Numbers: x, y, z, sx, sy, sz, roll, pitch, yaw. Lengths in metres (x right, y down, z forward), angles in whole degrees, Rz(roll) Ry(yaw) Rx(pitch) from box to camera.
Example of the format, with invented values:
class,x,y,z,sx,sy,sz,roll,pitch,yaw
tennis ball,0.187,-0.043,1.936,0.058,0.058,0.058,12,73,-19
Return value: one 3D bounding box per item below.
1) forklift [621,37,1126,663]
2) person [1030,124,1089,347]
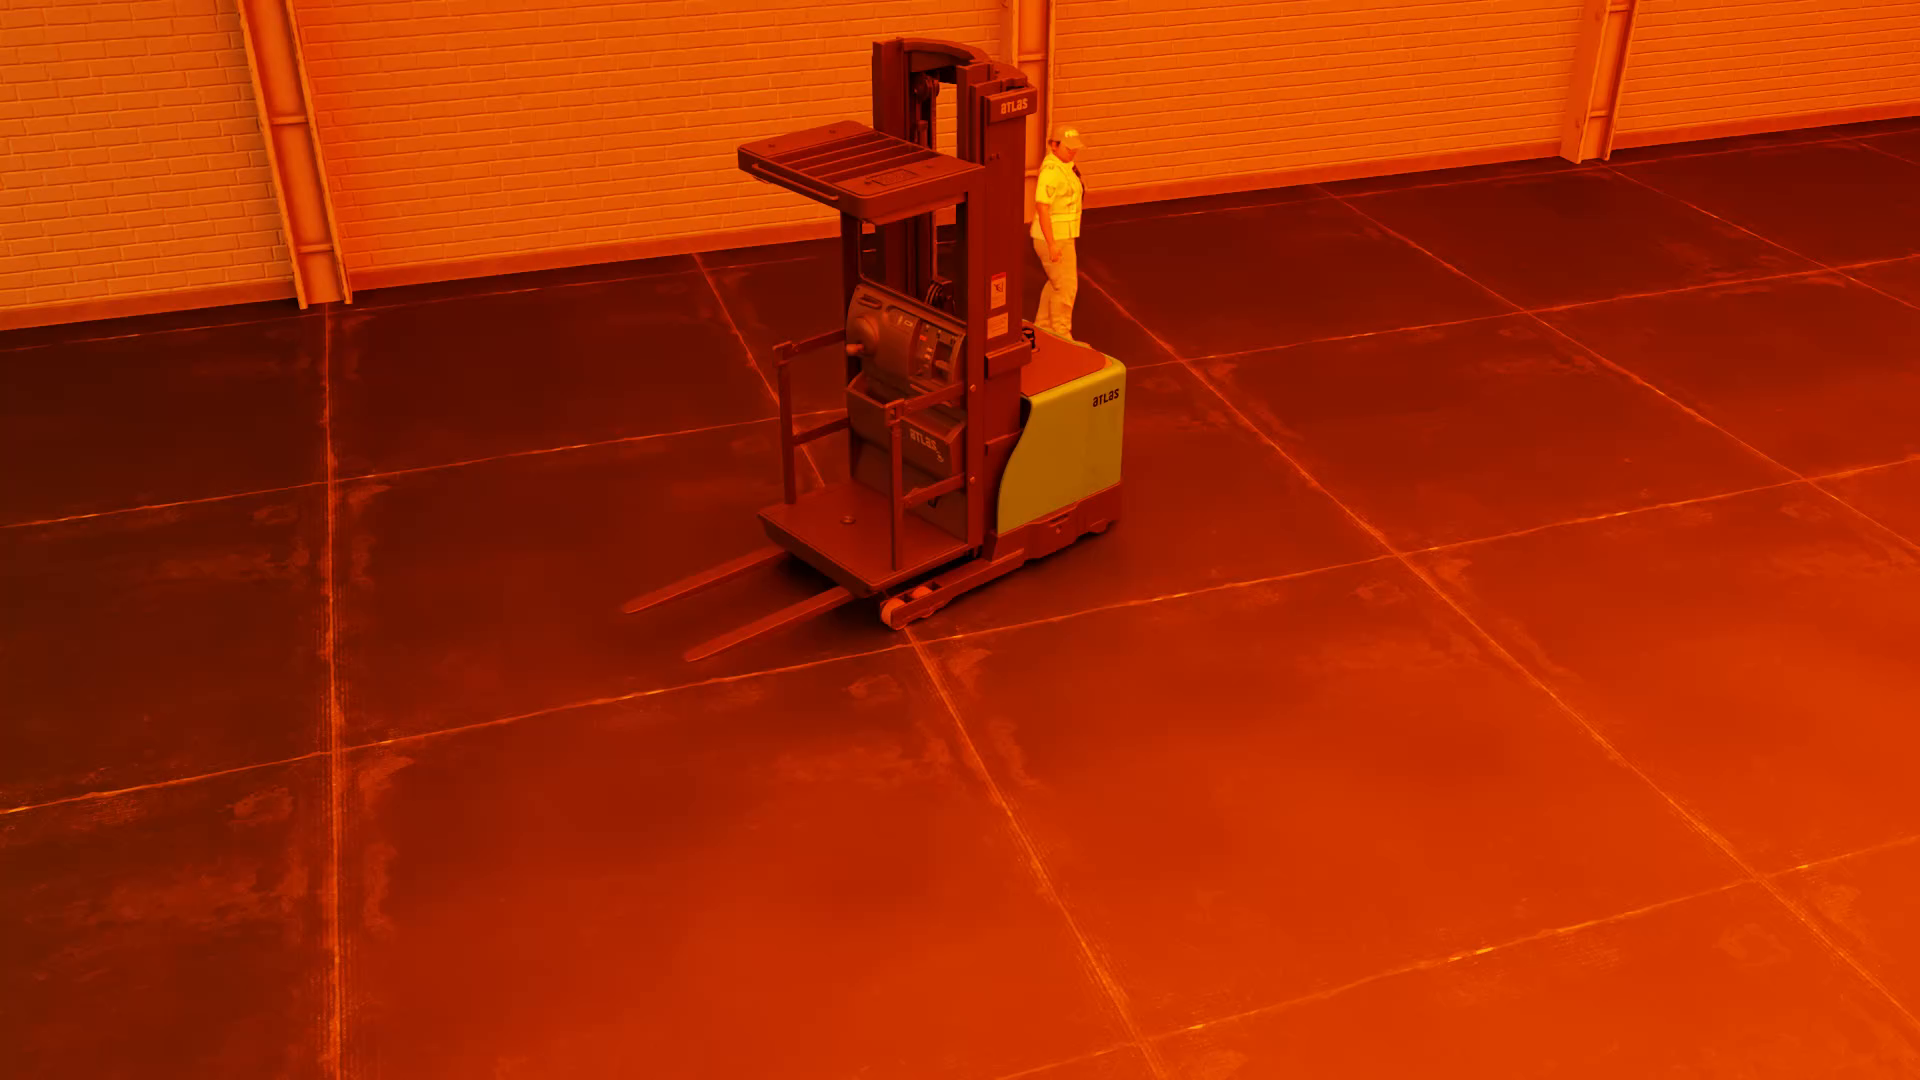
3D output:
class,x,y,z,sx,sy,sz,roll,pitch,yaw
forklift,-0.461,-1.072,8.951,3.031,2.935,1.130,-23,37,-34
person,0.749,-2.221,12.227,0.470,1.659,0.643,2,30,3
